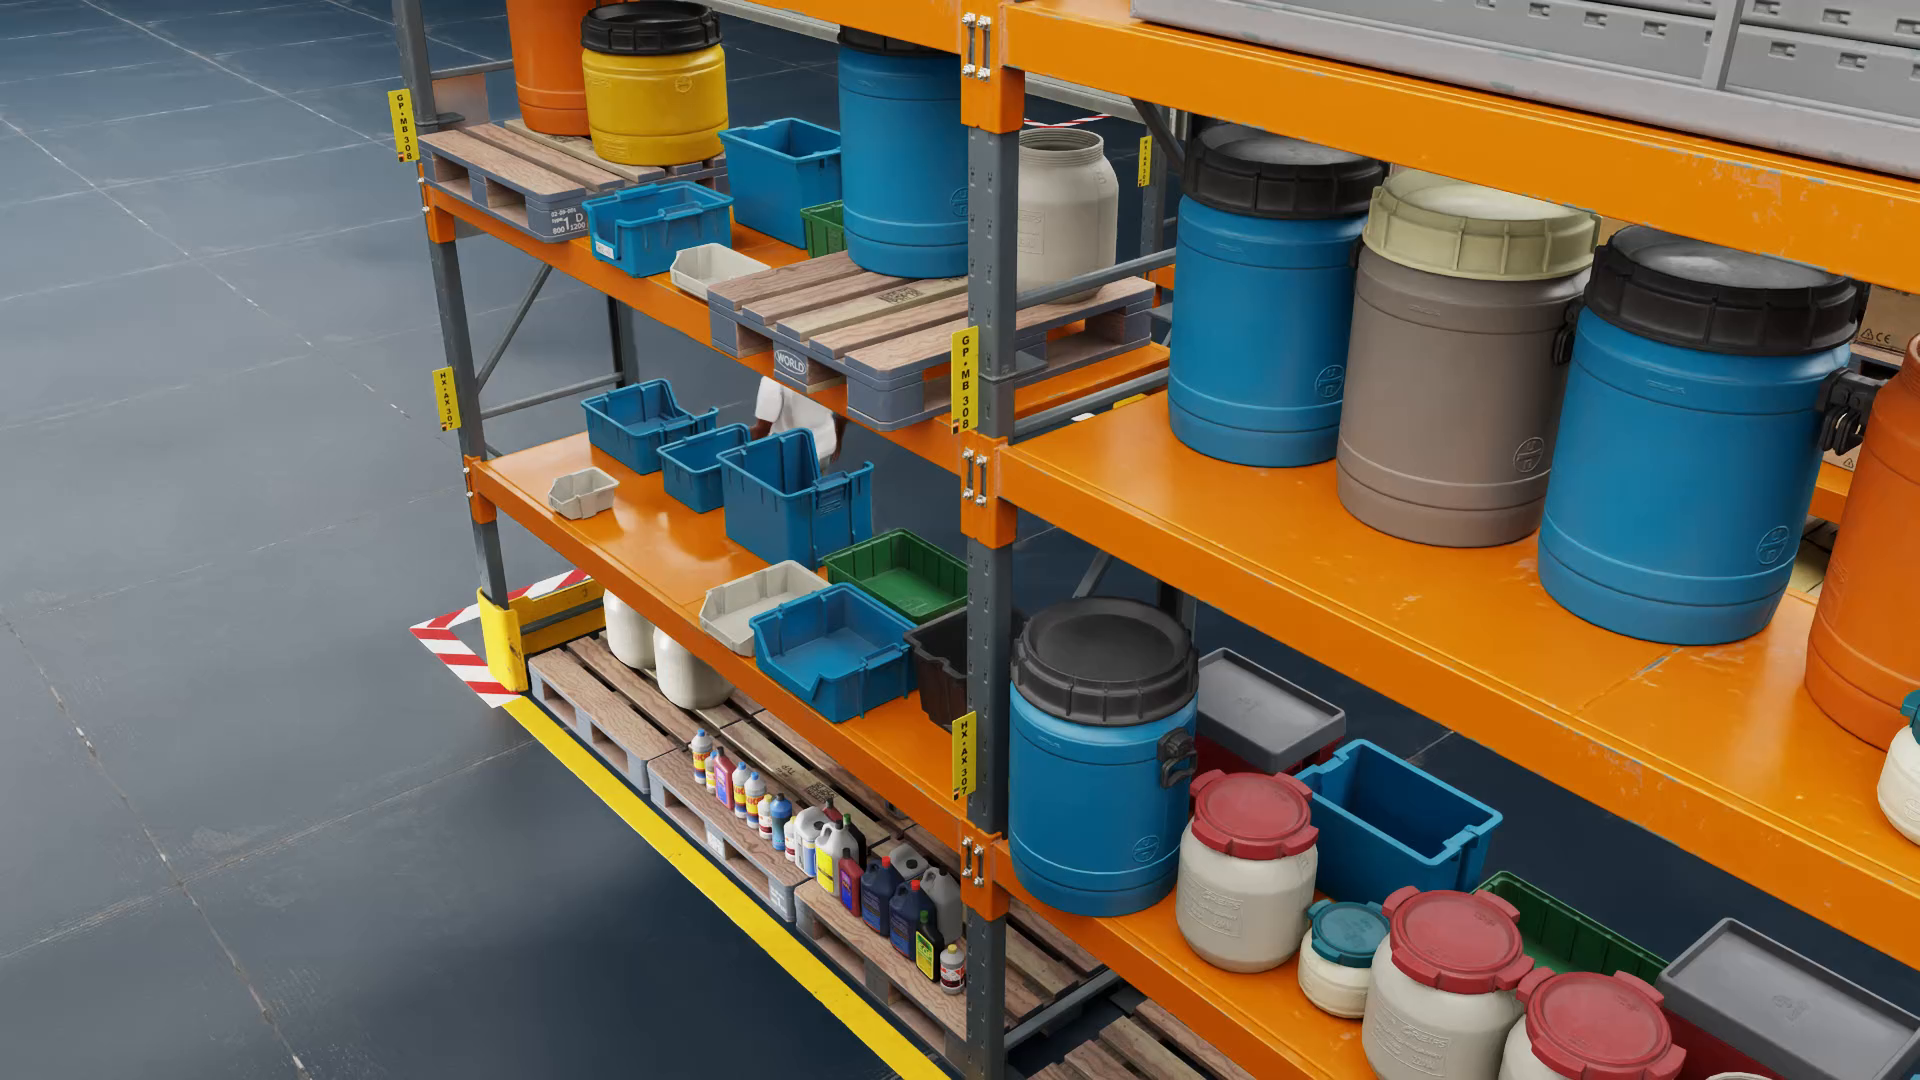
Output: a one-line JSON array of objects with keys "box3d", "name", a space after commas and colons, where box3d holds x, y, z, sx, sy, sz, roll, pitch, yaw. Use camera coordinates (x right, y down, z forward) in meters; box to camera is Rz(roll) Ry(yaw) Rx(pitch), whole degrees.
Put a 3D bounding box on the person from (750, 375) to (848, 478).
[{"box3d": [-0.941, -0.474, 9.592, 0.654, 1.832, 0.373, -22, 35, -35], "name": "person"}]
